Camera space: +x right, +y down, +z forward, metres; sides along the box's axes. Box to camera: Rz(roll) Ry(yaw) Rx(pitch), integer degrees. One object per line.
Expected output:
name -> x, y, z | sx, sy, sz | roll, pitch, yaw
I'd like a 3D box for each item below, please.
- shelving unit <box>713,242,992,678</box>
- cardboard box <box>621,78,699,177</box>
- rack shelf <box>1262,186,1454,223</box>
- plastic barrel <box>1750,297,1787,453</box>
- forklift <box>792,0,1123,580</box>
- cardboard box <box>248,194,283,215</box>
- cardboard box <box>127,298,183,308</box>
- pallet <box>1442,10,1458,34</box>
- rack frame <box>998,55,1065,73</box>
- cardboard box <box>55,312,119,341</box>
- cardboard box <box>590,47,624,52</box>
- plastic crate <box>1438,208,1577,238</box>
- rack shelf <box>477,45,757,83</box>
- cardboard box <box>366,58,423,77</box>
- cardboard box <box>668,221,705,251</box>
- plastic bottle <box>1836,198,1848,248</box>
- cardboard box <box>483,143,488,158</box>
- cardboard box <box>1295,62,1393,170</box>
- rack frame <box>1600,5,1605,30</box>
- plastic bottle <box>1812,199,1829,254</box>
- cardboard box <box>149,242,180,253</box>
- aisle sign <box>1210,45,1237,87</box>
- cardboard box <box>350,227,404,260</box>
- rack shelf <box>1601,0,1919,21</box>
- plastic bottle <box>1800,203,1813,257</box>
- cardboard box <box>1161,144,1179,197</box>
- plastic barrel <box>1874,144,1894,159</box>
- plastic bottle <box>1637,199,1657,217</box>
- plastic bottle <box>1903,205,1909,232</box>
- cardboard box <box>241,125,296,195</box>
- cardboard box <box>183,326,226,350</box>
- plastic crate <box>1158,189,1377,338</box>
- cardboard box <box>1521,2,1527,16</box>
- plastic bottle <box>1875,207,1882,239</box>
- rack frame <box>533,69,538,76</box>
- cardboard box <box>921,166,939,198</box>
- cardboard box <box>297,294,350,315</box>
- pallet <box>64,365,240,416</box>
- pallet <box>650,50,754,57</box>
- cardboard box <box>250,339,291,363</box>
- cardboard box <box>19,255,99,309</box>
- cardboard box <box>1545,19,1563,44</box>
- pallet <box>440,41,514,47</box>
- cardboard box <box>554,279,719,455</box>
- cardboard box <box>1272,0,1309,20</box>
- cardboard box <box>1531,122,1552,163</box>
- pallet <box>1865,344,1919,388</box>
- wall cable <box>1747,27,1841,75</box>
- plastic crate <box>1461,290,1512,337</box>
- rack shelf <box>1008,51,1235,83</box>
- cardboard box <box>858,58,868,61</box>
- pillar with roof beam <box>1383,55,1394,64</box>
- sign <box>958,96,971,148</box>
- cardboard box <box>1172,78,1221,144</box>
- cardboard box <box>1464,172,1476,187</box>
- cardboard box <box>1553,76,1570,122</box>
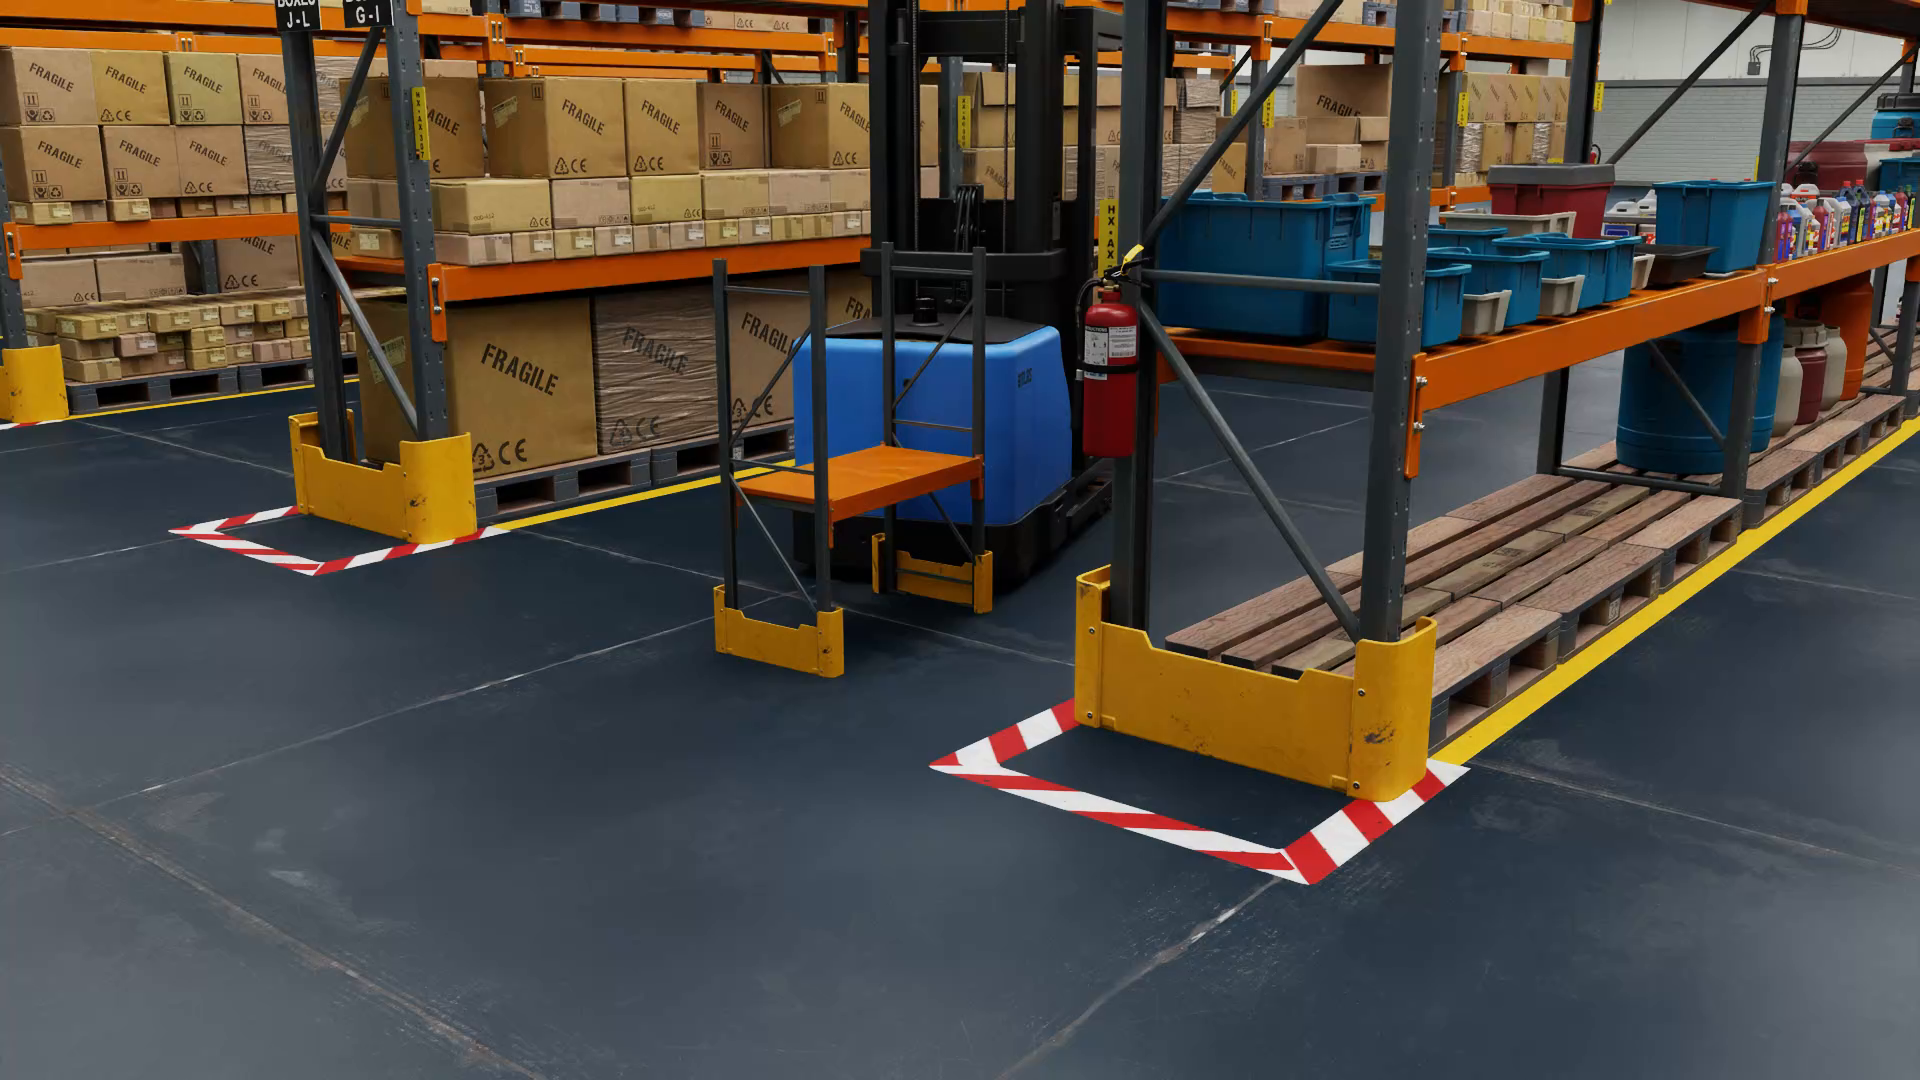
shelving unit -> -0.405, -0.367, 6.520 | 0.587, 1.500, 1.083 | 10, 17, 33
cardboard box -> -1.773, -2.234, 9.001 | 0.500, 0.500, 0.500 | 11, 18, 36
rack shelf -> 3.365, -3.119, 15.770 | 1.077, 0.370, 4.000 | 11, 18, 38
plastic barrel -> 4.247, -0.976, 9.282 | 0.600, 0.901, 0.708 | 11, 18, 38
forklift -> 0.195, -1.566, 8.335 | 1.130, 2.935, 3.031 | 5, 15, 18
cardboard box -> -5.315, -2.536, 12.523 | 0.380, 0.149, 0.250 | 12, 19, 40
cardboard box -> -6.100, -1.739, 12.604 | 0.380, 0.149, 0.250 | 10, 18, 35
pallet -> 4.152, -5.112, 16.443 | 1.213, 0.211, 1.003 | 11, 18, 38
rack frame -> 0.828, -4.638, 20.287 | 1.000, 3.000, 0.127 | 11, 18, 38
cardboard box -> -6.120, -1.498, 11.655 | 0.380, 0.149, 0.250 | 10, 17, 35
cardboard box -> -4.663, -6.419, 20.996 | 0.797, 0.503, 0.637 | 11, 18, 38
plastic crate -> 2.344, -1.260, 7.110 | 0.437, 0.282, 0.530 | 11, 18, 38
rack shelf -> -4.343, -6.107, 21.438 | 1.077, 0.370, 4.000 | 11, 18, 38
cardboard box -> -4.606, -3.551, 13.172 | 0.500, 0.500, 0.500 | 11, 18, 36
cardboard box -> -1.634, -1.695, 9.211 | 0.380, 0.149, 0.250 | 11, 18, 37
plastic bottle -> 4.856, -1.759, 9.218 | 0.097, 0.271, 0.097 | 0, 14, 0
cardboard box -> -4.103, -3.438, 14.619 | 0.380, 0.149, 0.250 | 12, 19, 39
cardboard box -> 4.014, -4.215, 16.550 | 1.000, 1.000, 1.000 | 11, 18, 38
rack frame -> 7.137, -7.525, 19.466 | 1.000, 3.000, 0.127 | 11, 18, 38
plastic bottle -> 4.567, -1.670, 8.842 | 0.061, 0.283, 0.133 | 11, 18, 38
cardboard box -> -10.523, -3.966, 21.868 | 0.500, 0.500, 0.500 | 10, 18, 36
aisle sign -> 3.620, -6.631, 22.853 | 0.394, 0.787, 0.004 | 11, 18, 38
cardboard box -> -2.952, -1.550, 8.643 | 0.380, 0.149, 0.250 | 12, 18, 39
rack shelf -> 4.704, -3.040, 9.368 | 1.077, 0.370, 4.000 | 11, 18, 38
plastic bottle -> 4.358, -1.608, 8.621 | 0.097, 0.271, 0.097 | 0, 14, 0
cardboard box -> 1.349, -2.806, 12.873 | 0.500, 0.500, 0.500 | 11, 18, 36
plastic barrel -> 6.706, -2.683, 12.366 | 0.421, 0.512, 0.421 | 0, 14, 0
plastic bottle -> 3.673, -1.688, 8.926 | 0.152, 0.276, 0.135 | 11, 18, 38
plastic bottle -> 5.952, -2.059, 10.541 | 0.097, 0.201, 0.097 | 0, 14, 0
cardboard box -> -5.267, -2.872, 12.530 | 0.500, 0.500, 0.500 | 11, 18, 36
cardboard box -> -5.638, -1.503, 12.280 | 0.380, 0.149, 0.250 | 12, 19, 39
plastic crate -> 0.998, -0.926, 5.480 | 0.616, 0.435, 0.499 | 11, 18, 38
cardboard box -> 5.857, -5.695, 17.853 | 0.380, 0.149, 0.250 | 11, 18, 36
plastic bottle -> 5.440, -1.903, 9.926 | 0.097, 0.201, 0.097 | 0, 14, 0
rack frame -> -6.949, -6.152, 26.247 | 1.000, 3.000, 0.127 | 11, 18, 38
cardboard box -> -0.479, -2.265, 10.648 | 0.500, 0.250, 0.500 | 11, 18, 37
cardboard box -> -4.984, -1.846, 13.027 | 0.380, 0.149, 0.250 | 10, 18, 36
pallet -> -6.128, -1.153, 12.232 | 1.003, 0.211, 1.213 | 11, 18, 38
pallet -> -3.556, -6.645, 22.479 | 1.213, 0.211, 1.003 | 11, 18, 38
cardboard box -> -5.328, -1.454, 12.690 | 0.380, 0.149, 0.250 | 10, 17, 35
cardboard box -> -9.154, -2.539, 16.376 | 0.875, 0.438, 0.875 | 11, 18, 36
cardboard box -> 6.391, -5.673, 18.576 | 0.500, 0.250, 0.500 | 12, 18, 39
pallet -> -5.963, -5.849, 19.347 | 1.213, 0.211, 1.003 | 12, 19, 40
cardboard box -> -2.008, -1.036, 9.570 | 0.875, 0.875, 0.875 | 11, 18, 38
cardboard box -> 2.602, -4.517, 14.022 | 0.500, 0.250, 0.500 | 12, 18, 39
cardboard box -> 6.201, -4.505, 18.957 | 0.875, 0.500, 0.500 | 11, 18, 38
pallet -> 7.245, -1.342, 12.976 | 1.003, 0.211, 1.213 | 11, 18, 38
wall cable -> 23.536, -16.113, 46.365 | 2.305, 6.003, 0.169 | 11, 18, 38
plastic crate -> 1.610, -0.733, 5.328 | 0.250, 0.136, 0.298 | 11, 18, 38
rack shelf -> 2.085, -6.126, 21.514 | 1.077, 0.370, 4.000 | 11, 18, 38
cardboard box -> -1.509, -7.070, 24.279 | 0.380, 0.149, 0.250 | 11, 18, 37
pillar with roof beam -> 16.630, -14.911, 48.541 | 9.100, 9.000, 0.400 | 11, 18, 38
sign -> 0.027, -2.691, 10.705 | 0.100, 0.325, 0.005 | 11, 18, 38
cardboard box -> 1.636, -3.482, 13.497 | 0.797, 0.503, 0.637 | 12, 19, 39
cardboard box -> 5.159, -3.770, 17.380 | 0.380, 0.149, 0.250 | 11, 18, 38
cardboard box -> 6.673, -5.054, 19.087 | 0.500, 0.500, 0.500 | 11, 18, 38
